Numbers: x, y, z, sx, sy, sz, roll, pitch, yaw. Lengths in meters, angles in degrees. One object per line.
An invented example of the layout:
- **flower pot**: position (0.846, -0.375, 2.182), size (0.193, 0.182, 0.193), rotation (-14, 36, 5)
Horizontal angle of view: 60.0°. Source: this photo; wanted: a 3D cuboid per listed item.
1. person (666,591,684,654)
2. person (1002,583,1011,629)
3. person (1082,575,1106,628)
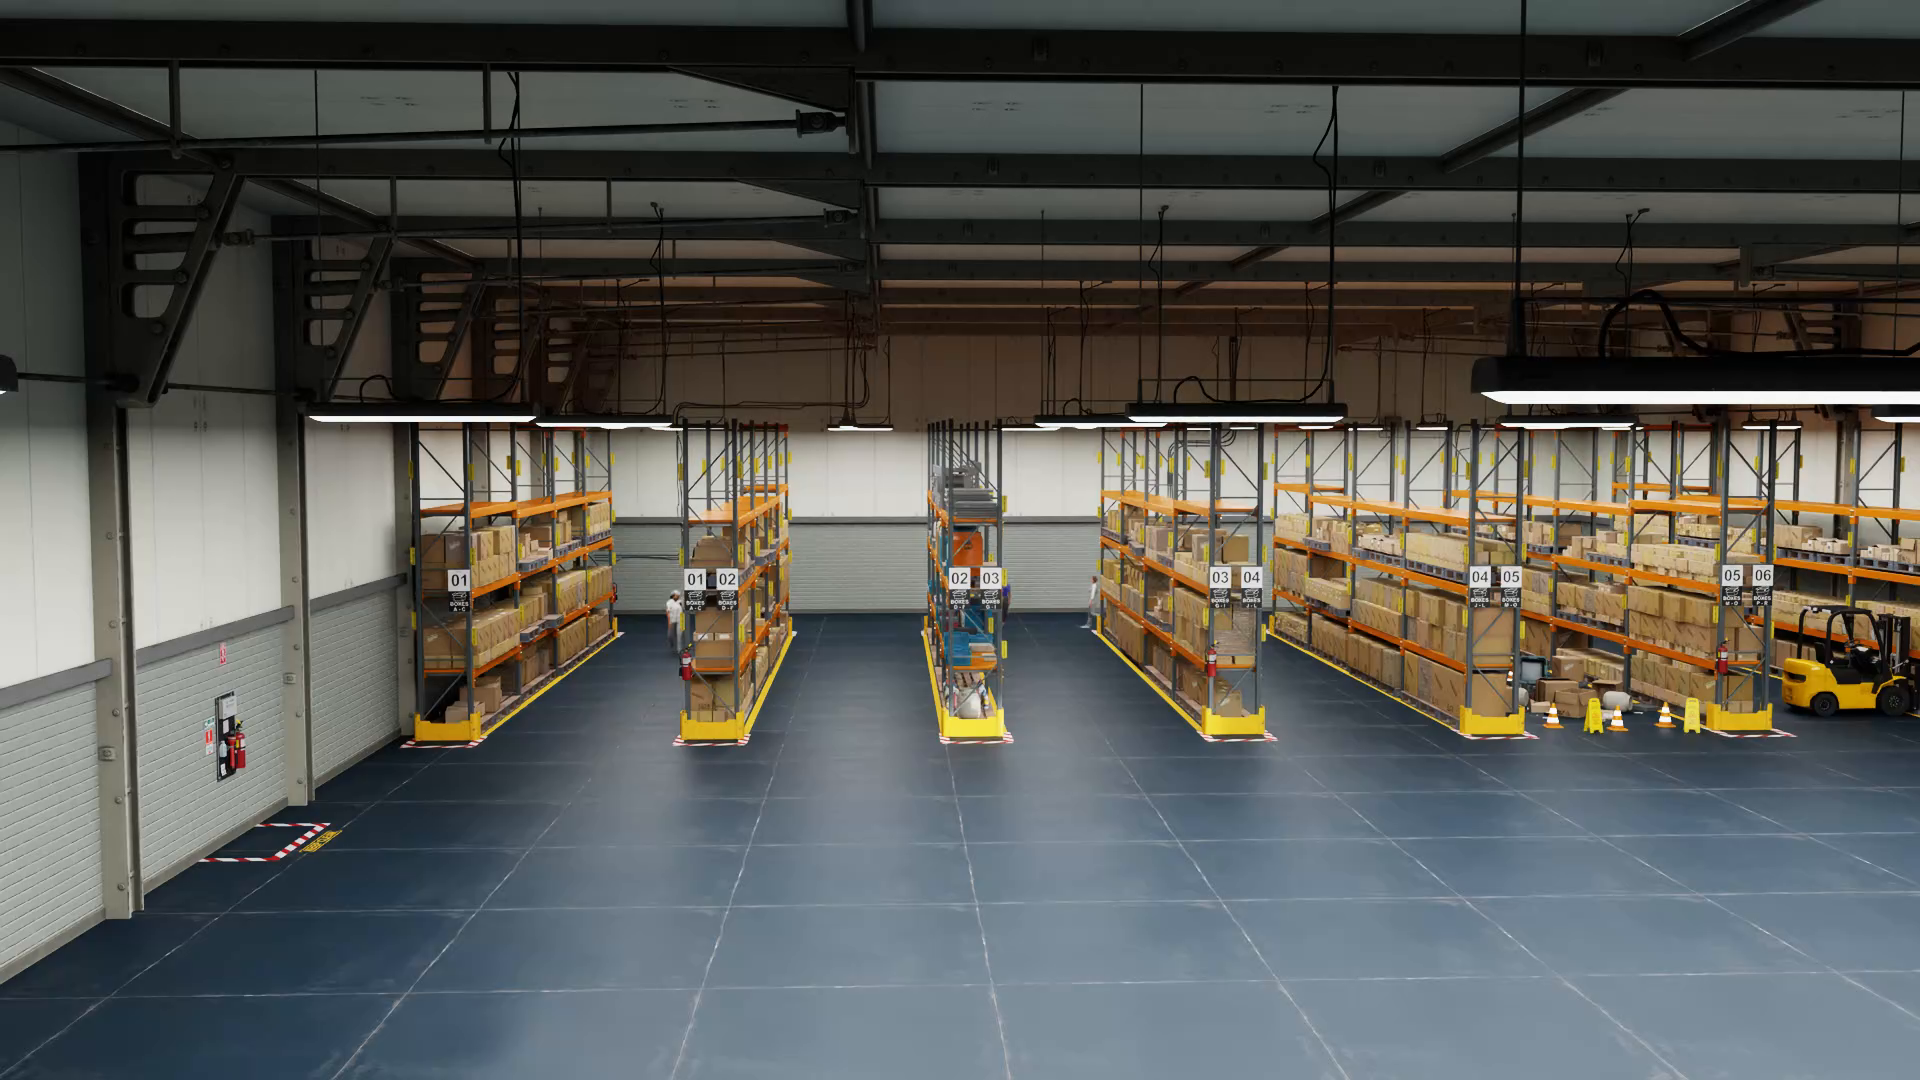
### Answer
- **person**: position (-7.385, 2.123, 43.304), size (0.489, 1.631, 0.665), rotation (0, 4, -4)
- **person**: position (1.263, 1.795, 48.785), size (0.432, 1.601, 1.042), rotation (-1, 4, -11)
- **person**: position (3.950, 1.821, 48.735), size (0.841, 1.569, 0.450), rotation (2, 4, 30)
